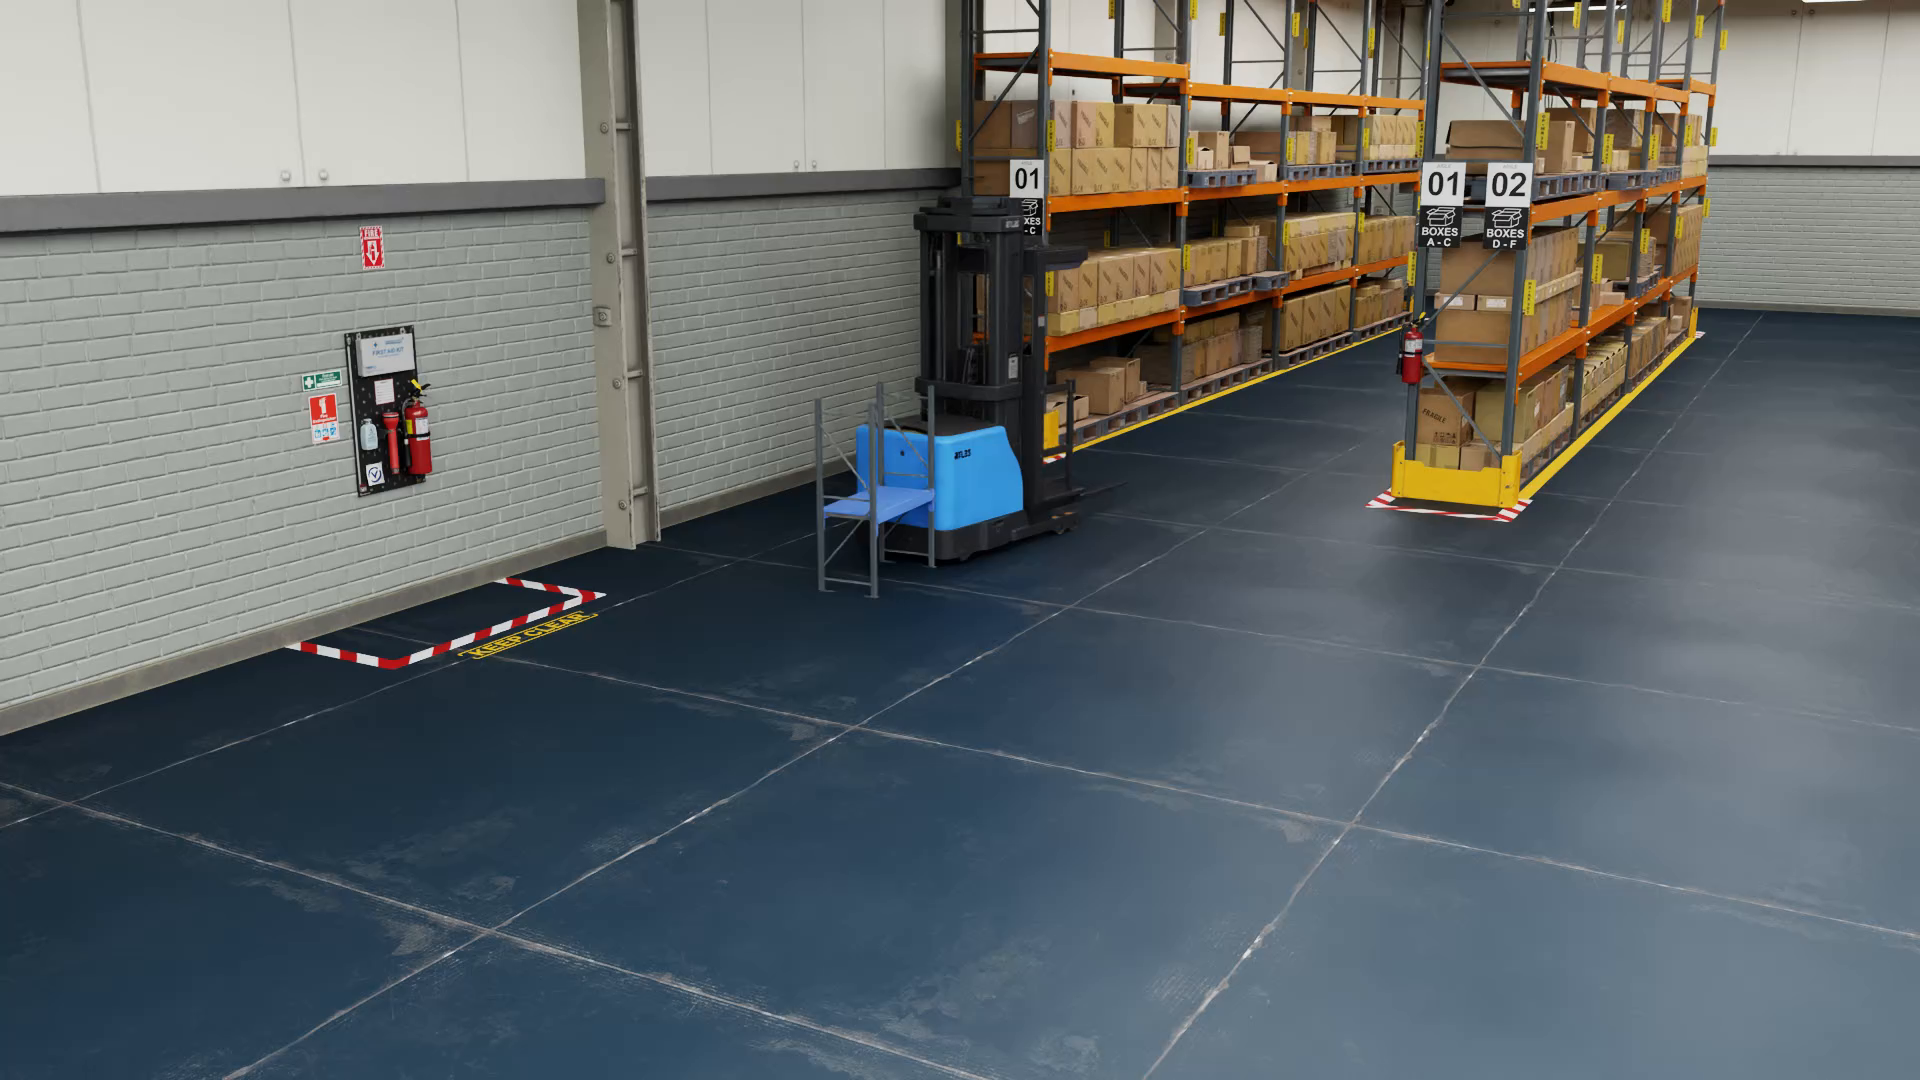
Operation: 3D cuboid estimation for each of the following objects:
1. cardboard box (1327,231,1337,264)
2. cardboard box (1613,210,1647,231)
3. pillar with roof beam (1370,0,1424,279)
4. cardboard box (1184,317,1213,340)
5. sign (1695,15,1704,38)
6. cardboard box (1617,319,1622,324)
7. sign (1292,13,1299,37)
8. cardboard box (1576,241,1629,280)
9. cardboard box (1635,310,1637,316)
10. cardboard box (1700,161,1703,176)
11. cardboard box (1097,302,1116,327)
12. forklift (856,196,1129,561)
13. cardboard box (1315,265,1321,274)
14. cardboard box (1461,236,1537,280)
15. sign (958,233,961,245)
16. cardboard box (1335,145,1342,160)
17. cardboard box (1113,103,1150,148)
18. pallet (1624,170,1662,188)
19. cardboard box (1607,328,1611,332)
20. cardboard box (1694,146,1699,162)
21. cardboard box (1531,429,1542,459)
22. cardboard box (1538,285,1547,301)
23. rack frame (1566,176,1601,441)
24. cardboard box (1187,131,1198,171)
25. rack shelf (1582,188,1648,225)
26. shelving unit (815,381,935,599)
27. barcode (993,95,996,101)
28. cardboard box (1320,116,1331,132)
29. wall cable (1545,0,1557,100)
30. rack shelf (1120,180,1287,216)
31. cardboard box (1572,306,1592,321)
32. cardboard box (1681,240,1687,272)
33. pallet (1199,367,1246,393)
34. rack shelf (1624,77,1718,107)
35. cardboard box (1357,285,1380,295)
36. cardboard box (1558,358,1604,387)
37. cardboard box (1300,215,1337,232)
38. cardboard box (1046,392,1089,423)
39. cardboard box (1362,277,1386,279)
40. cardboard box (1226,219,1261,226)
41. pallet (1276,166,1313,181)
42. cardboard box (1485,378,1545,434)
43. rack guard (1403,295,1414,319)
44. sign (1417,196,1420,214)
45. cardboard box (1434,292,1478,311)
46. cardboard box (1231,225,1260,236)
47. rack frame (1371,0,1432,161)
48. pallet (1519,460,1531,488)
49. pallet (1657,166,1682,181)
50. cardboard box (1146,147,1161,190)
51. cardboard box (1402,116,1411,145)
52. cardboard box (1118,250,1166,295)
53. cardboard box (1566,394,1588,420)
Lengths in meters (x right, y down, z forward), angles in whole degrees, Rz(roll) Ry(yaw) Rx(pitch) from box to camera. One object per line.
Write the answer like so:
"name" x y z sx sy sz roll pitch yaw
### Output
"cardboard box" 5.791 -4.758 26.977 0.500 0.500 0.500 7 15 28
"cardboard box" 10.637 -4.993 26.497 0.500 0.500 0.500 7 15 28
"pillar with roof beam" 12.532 -8.787 31.781 9.100 9.000 0.548 7 15 28
"cardboard box" 3.213 -2.958 23.200 0.500 0.250 0.500 7 15 26
"sign" 11.108 -7.711 24.987 0.100 0.325 0.005 7 15 28
"cardboard box" 9.689 -3.412 25.080 0.500 0.250 0.500 7 15 28
"sign" 4.827 -7.415 23.927 0.100 0.325 0.005 7 15 28
"cardboard box" 8.892 -3.899 23.198 0.700 0.500 0.500 2 14 9
"cardboard box" 10.647 -3.473 26.934 0.500 0.500 0.500 7 15 28
"cardboard box" 12.284 -6.295 28.163 0.500 0.250 0.500 7 15 28
"cardboard box" 1.484 -2.637 19.348 0.500 0.250 0.500 7 15 27
"forklift" 0.421 -1.539 14.665 1.130 2.935 3.031 11 17 37
"cardboard box" 5.575 -4.363 26.724 0.380 0.149 0.250 8 16 30
"cardboard box" 5.330 -2.756 16.585 0.700 0.500 0.500 7 15 27
"sign" 0.004 -3.207 18.292 0.100 0.325 0.005 7 15 28
"cardboard box" 6.407 -6.691 28.697 0.500 0.250 0.500 8 15 29
"cardboard box" 1.910 -4.892 19.634 0.500 0.500 0.500 7 15 26
"pallet" 8.436 -4.722 21.721 1.213 0.211 1.003 8 16 31
"cardboard box" 9.183 -2.828 24.258 0.500 0.500 0.500 7 15 26
"cardboard box" 11.806 -6.332 27.251 0.500 0.250 0.500 7 15 28
"cardboard box" 5.753 -1.021 17.340 0.500 0.250 0.500 7 15 28
"cardboard box" 5.818 -2.548 17.104 0.380 0.149 0.250 7 15 27
"rack frame" 6.752 -2.684 19.266 1.000 3.000 0.127 7 15 28
"cardboard box" 2.748 -5.059 21.606 0.500 0.500 0.500 10 17 36
"rack shelf" 7.719 -4.203 20.701 1.077 0.370 4.000 7 15 28
"shelving unit" -0.651 -0.418 13.066 0.538 1.500 1.048 6 15 24
"barcode" 0.386 -4.911 18.476 0.001 0.075 0.075 7 15 28
"cardboard box" 5.741 -6.805 27.209 0.500 0.250 0.500 9 16 32
"wall cable" 13.630 -10.382 34.246 3.097 2.526 0.112 7 15 28
"rack shelf" 3.381 -4.763 23.026 1.077 0.370 4.000 7 15 28
"cardboard box" 7.360 -2.720 19.954 0.380 0.149 0.250 7 15 28
"cardboard box" 11.593 -4.655 27.230 0.500 0.500 0.500 7 15 28
"pallet" 3.378 -2.300 23.623 1.003 0.211 1.213 7 15 28
"rack shelf" 11.586 -7.301 27.158 1.077 0.370 4.000 7 15 28
"cardboard box" 7.310 -4.489 29.805 0.380 0.149 0.250 7 15 26
"cardboard box" 7.666 -2.089 20.573 0.500 0.311 0.500 7 15 26
"cardboard box" 5.777 -5.120 26.880 0.500 0.250 0.500 8 16 29
"cardboard box" 1.169 -1.579 19.482 0.500 0.311 0.500 9 16 33
"cardboard box" 7.850 -4.904 31.529 0.380 0.149 0.250 7 15 28
"cardboard box" 4.340 -4.755 25.366 0.500 0.250 0.500 8 16 30
"pallet" 4.613 -5.570 25.239 1.213 0.211 1.003 8 16 31
"cardboard box" 5.743 -1.387 17.257 0.500 0.500 0.500 7 15 28
"rack guard" 8.227 -4.496 32.117 1.175 0.500 0.348 7 15 28
"sign" 8.683 -6.320 31.373 0.100 0.325 0.005 7 15 28
"cardboard box" 4.836 -2.327 16.189 0.380 0.149 0.250 7 15 27
"cardboard box" 4.207 -4.569 24.548 0.380 0.149 0.250 5 15 21
"rack frame" 8.215 -8.623 31.100 1.000 3.000 0.127 7 15 28
"pallet" 5.152 -0.669 16.860 1.003 0.211 1.213 7 15 28
"pallet" 10.243 -5.566 25.223 1.213 0.211 1.003 7 15 28
"cardboard box" 2.131 -4.527 20.255 0.500 0.500 0.500 6 15 23
"cardboard box" 7.849 -7.427 30.149 0.500 0.500 0.500 8 16 30
"cardboard box" 2.220 -3.311 20.543 0.500 0.500 0.500 7 15 28
"cardboard box" 7.164 -1.606 19.766 0.500 0.250 0.500 7 15 27
